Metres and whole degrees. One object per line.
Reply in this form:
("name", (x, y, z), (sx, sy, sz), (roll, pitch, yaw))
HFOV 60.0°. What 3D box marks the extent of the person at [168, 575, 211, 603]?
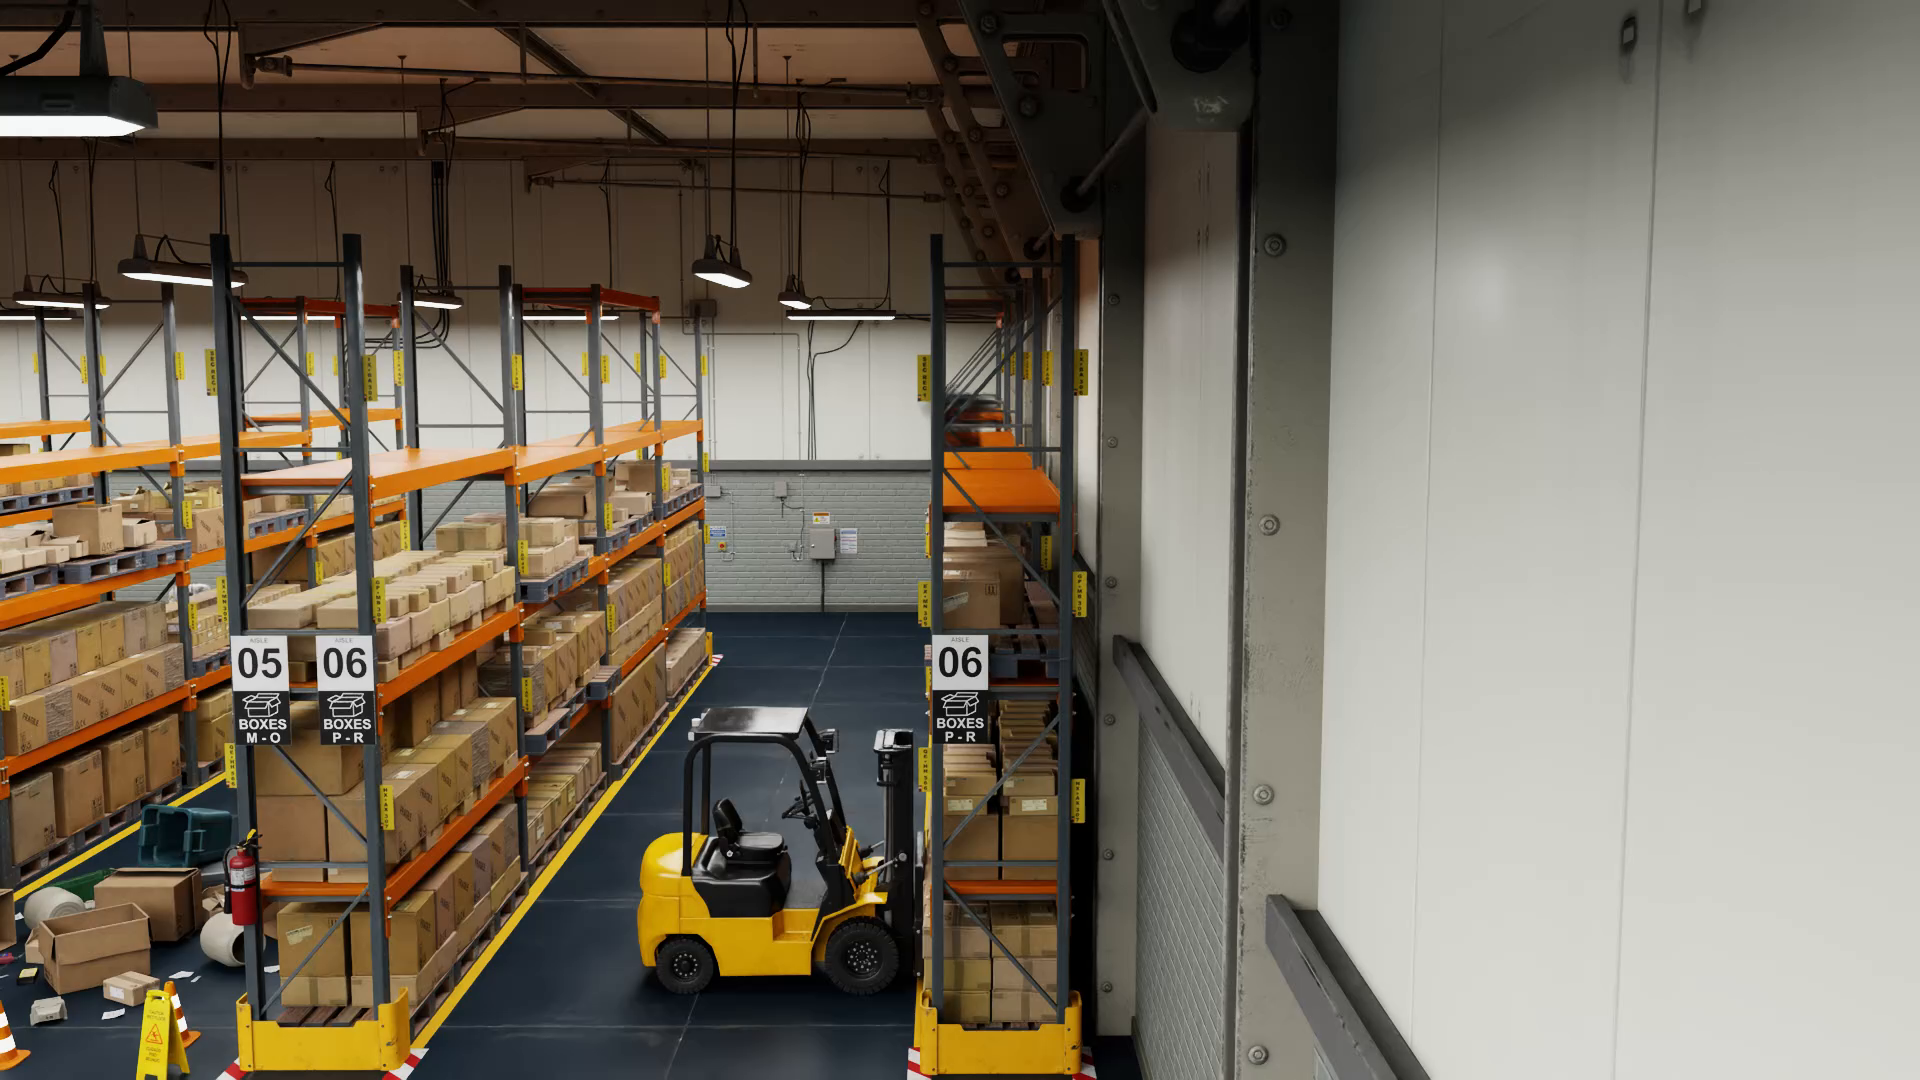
("person", (-13.101, 1.290, 28.313), (0.641, 1.499, 0.863), (-1, 6, -10))
